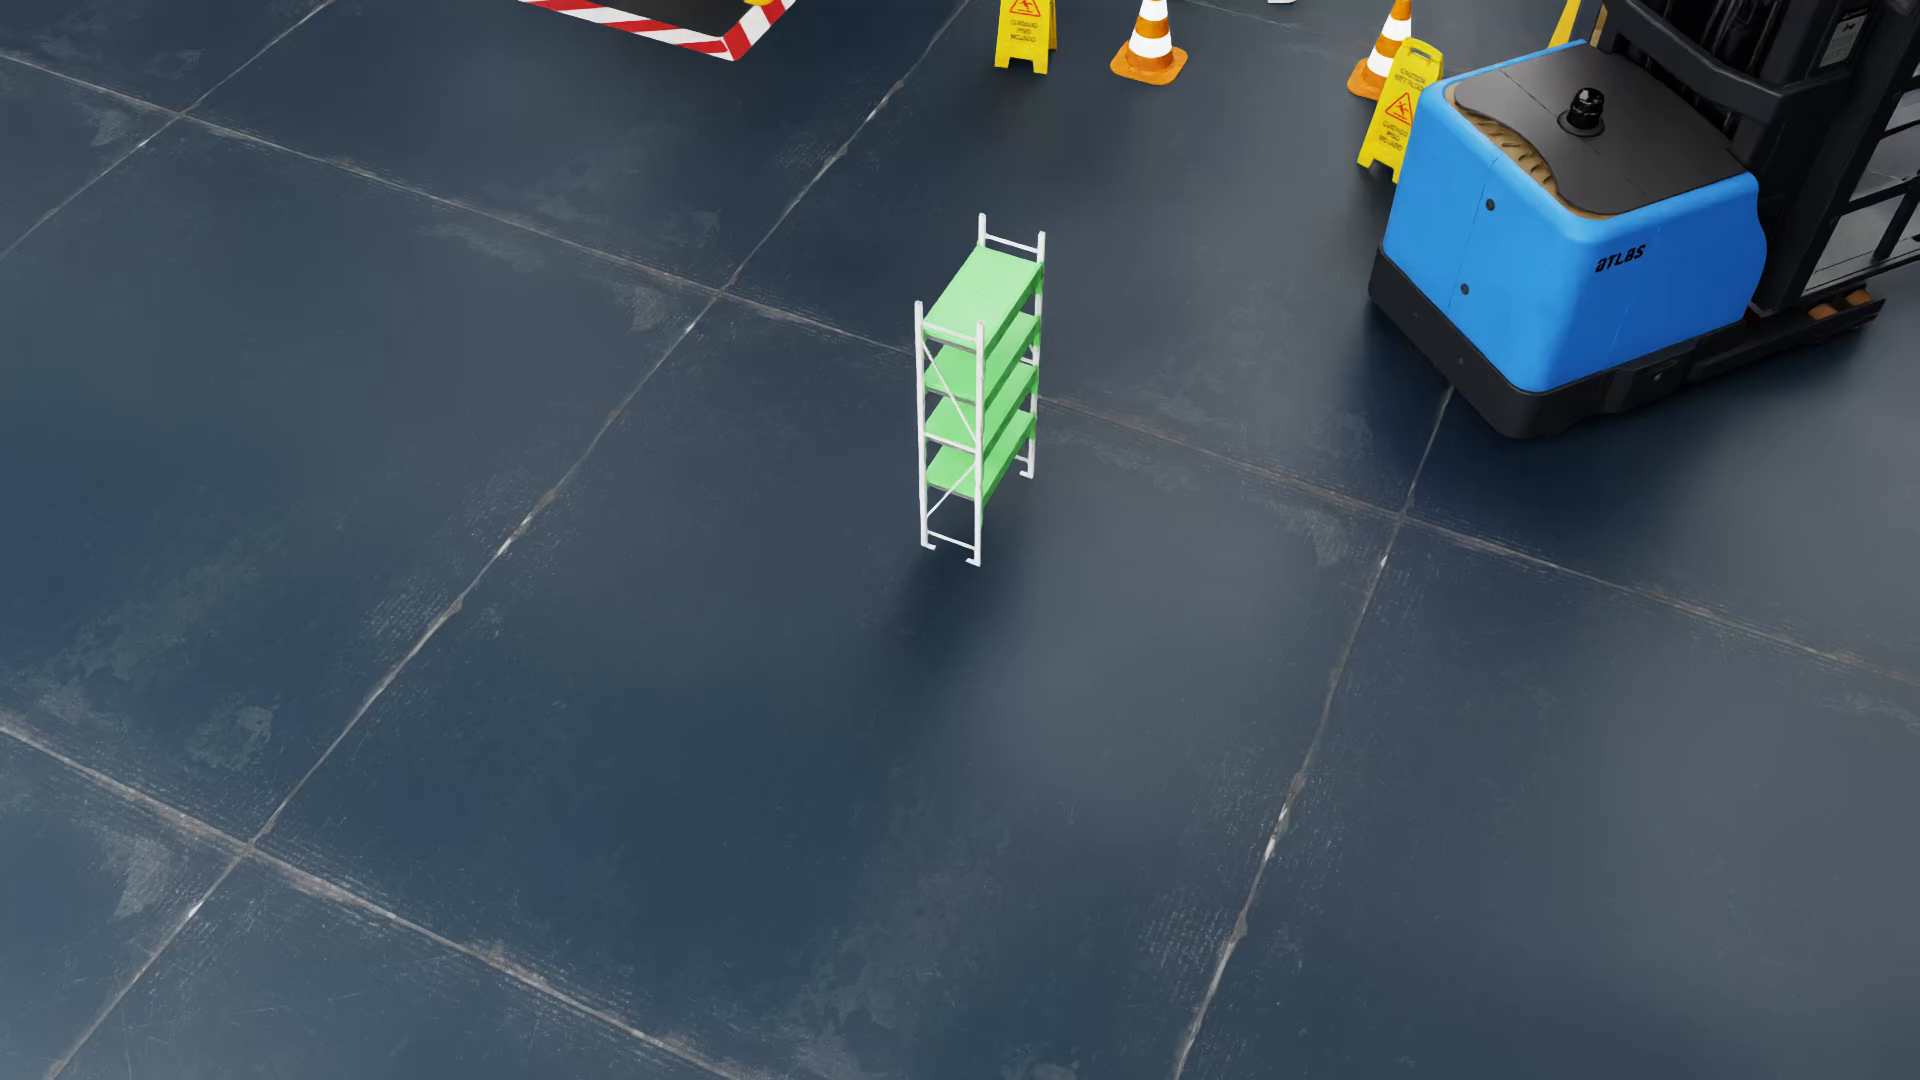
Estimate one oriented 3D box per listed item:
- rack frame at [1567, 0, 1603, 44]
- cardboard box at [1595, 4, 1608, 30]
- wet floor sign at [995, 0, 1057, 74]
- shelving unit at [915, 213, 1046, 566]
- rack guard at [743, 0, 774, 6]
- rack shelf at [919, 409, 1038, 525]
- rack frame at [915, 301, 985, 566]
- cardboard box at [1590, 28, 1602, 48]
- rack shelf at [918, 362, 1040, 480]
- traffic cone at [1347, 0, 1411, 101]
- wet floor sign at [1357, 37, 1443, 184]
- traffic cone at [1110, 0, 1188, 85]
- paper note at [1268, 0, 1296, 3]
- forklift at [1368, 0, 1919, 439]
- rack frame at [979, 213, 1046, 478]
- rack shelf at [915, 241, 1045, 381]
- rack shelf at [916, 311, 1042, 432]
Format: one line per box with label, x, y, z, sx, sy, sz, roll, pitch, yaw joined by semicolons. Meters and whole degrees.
rack frame;3.071;-2.502;6.410;1.000;3.000;0.127;20;52;16
cardboard box;3.178;-2.627;7.553;0.500;0.500;0.500;20;53;16
wet floor sign;0.331;-2.616;8.053;0.267;0.644;0.232;12;51;10
shelving unit;0.071;-0.503;5.890;0.258;1.200;0.503;20;52;16
rack guard;-1.458;-3.217;8.659;1.175;0.500;0.348;20;52;16
rack shelf;0.071;-0.306;6.121;0.258;0.148;0.480;20;52;16
rack frame;-0.034;-0.335;5.747;0.240;1.200;0.015;20;52;16
cardboard box;3.184;-2.408;7.859;0.500;0.250;0.500;20;52;16
rack shelf;0.071;-0.461;5.939;0.258;0.148;0.480;20;52;16
traffic cone;2.089;-2.396;7.985;0.336;0.463;0.334;20;52;16
wet floor sign;2.023;-1.957;7.491;0.232;0.644;0.267;-37;59;-27
traffic cone;0.940;-2.523;8.093;0.336;0.463;0.334;20;52;16
paper note;1.675;-2.839;8.646;0.148;0.019;0.142;4;50;3
forklift;3.290;-2.120;6.129;3.031;2.935;1.130;-20;52;-16
rack frame;0.175;-0.671;6.033;0.240;1.200;0.015;20;52;16
rack shelf;0.071;-0.772;5.573;0.258;0.148;0.480;20;52;16
rack shelf;0.071;-0.617;5.756;0.258;0.148;0.480;20;52;16
